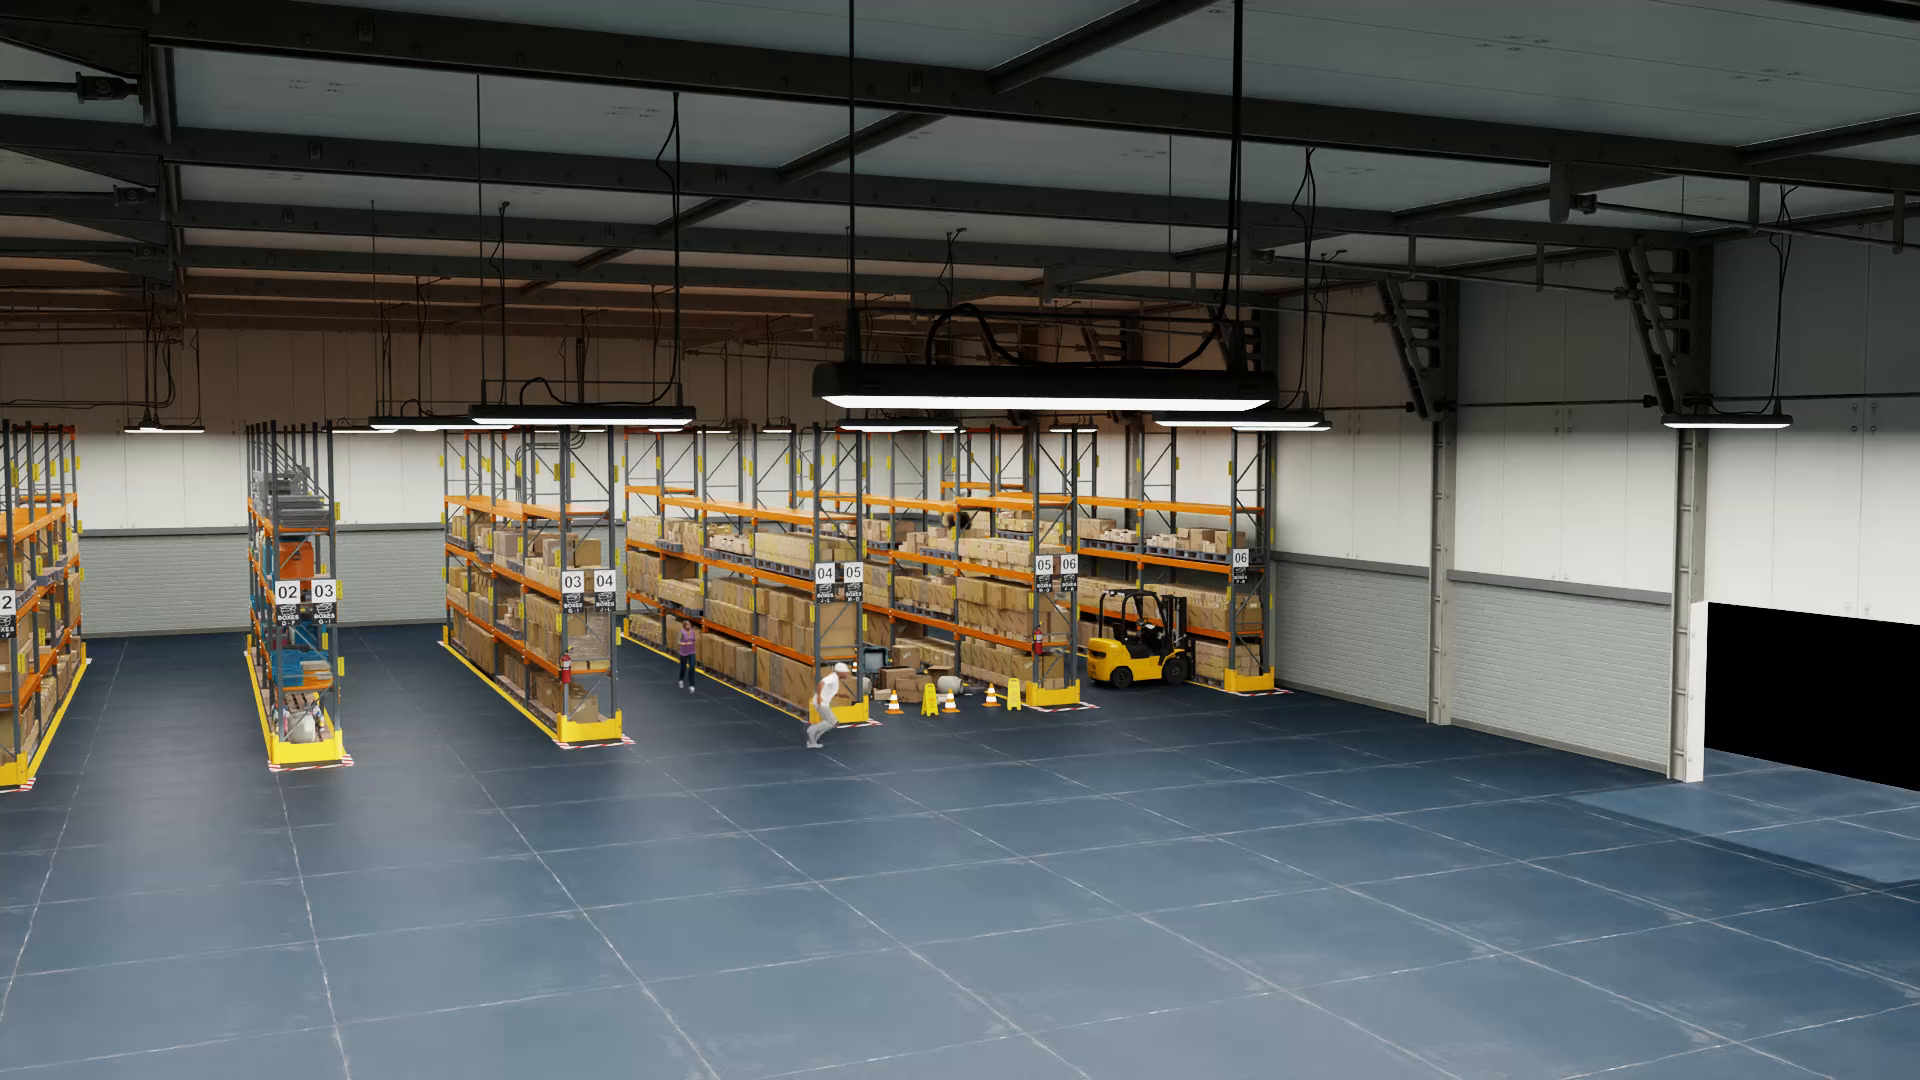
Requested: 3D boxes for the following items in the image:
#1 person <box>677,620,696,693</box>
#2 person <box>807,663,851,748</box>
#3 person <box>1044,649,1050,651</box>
[{"bbox_3d":[-6.120,2.573,37.197,0.505,1.608,0.861,-2,4,-25],"label":"person"},{"bbox_3d":[-2.413,3.035,30.405,0.810,1.577,0.741,0,4,4],"label":"person"},{"bbox_3d":[1.936,2.170,42.622,0.670,1.750,0.926,-2,4,-33],"label":"person"}]
